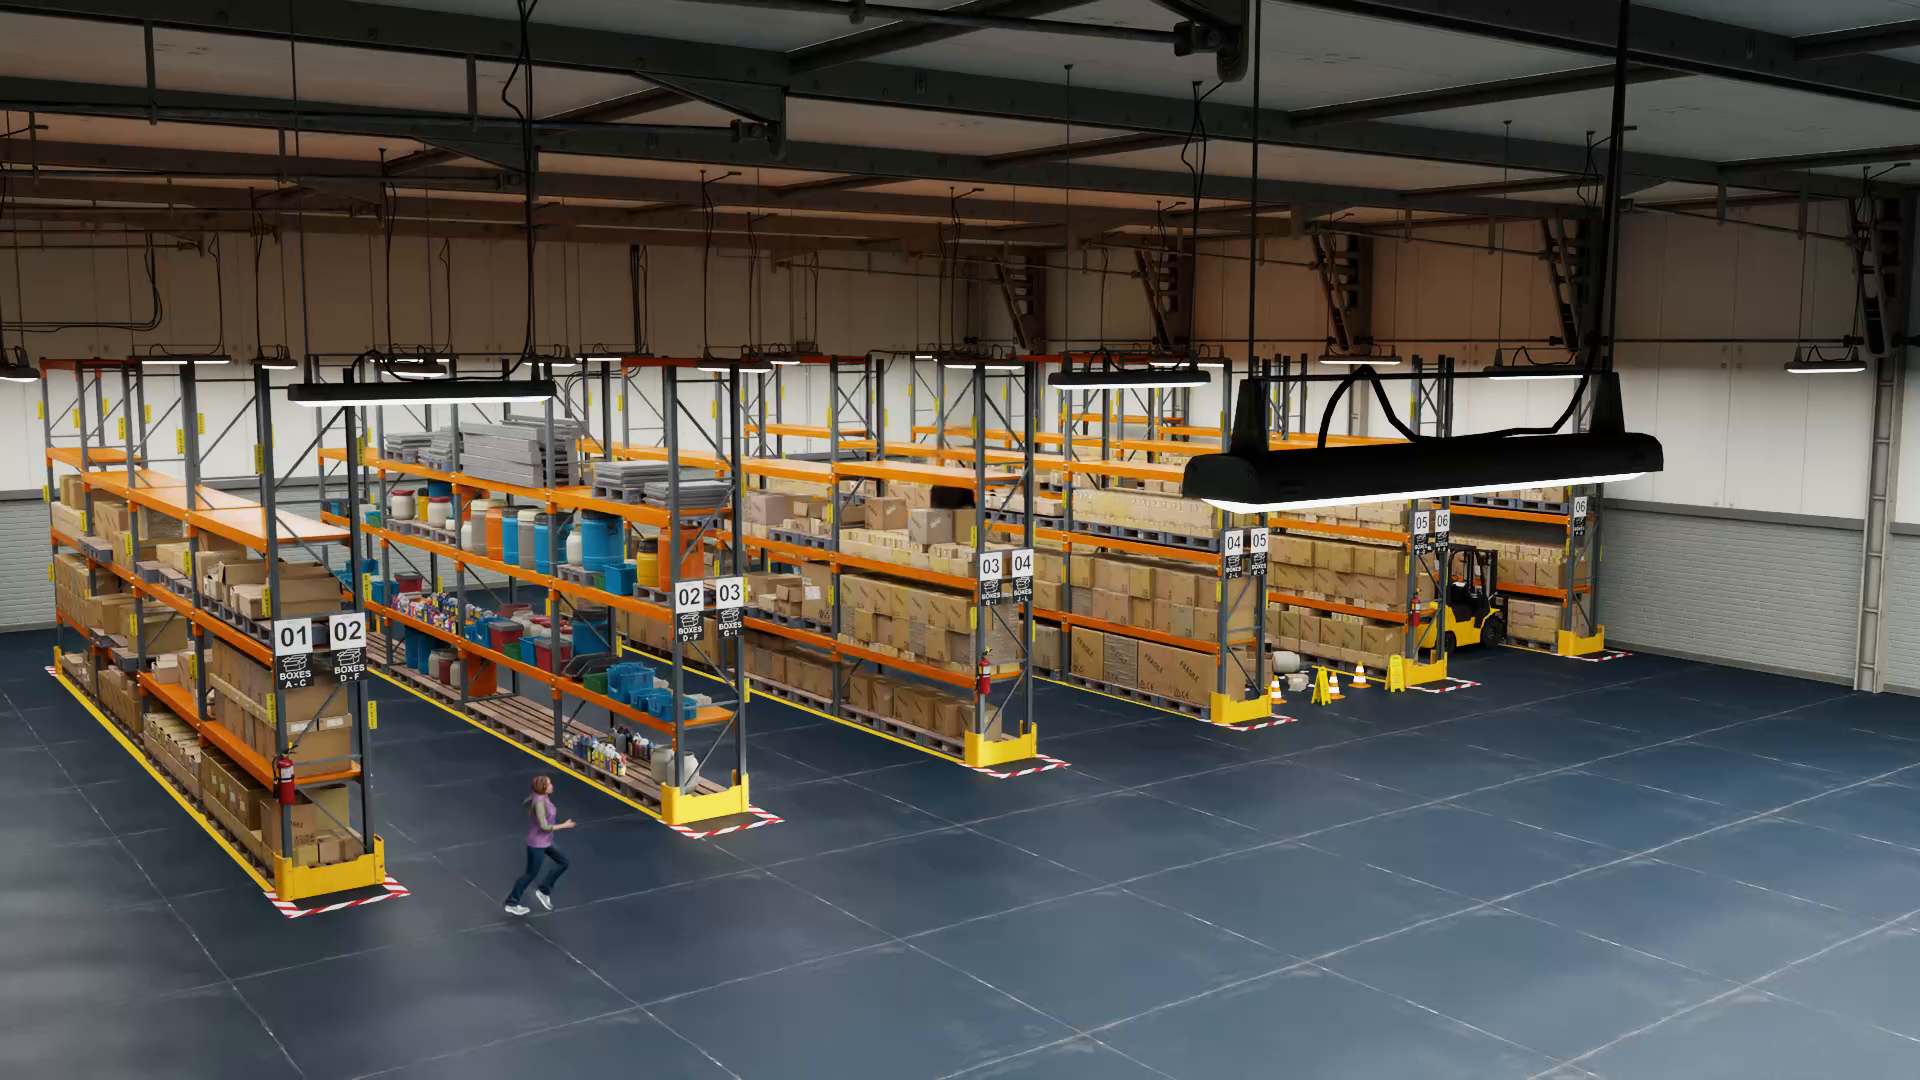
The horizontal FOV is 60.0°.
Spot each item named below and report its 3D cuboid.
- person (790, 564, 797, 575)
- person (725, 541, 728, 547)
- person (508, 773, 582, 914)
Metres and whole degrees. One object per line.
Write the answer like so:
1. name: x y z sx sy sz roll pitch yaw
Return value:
1. person: -4.275 0.168 44.022 0.658 1.837 0.760 3 8 27
2. person: -5.477 0.866 38.512 0.715 1.719 0.589 -4 8 -28
3. person: -4.573 3.341 18.338 0.815 1.596 0.546 0 7 -4
